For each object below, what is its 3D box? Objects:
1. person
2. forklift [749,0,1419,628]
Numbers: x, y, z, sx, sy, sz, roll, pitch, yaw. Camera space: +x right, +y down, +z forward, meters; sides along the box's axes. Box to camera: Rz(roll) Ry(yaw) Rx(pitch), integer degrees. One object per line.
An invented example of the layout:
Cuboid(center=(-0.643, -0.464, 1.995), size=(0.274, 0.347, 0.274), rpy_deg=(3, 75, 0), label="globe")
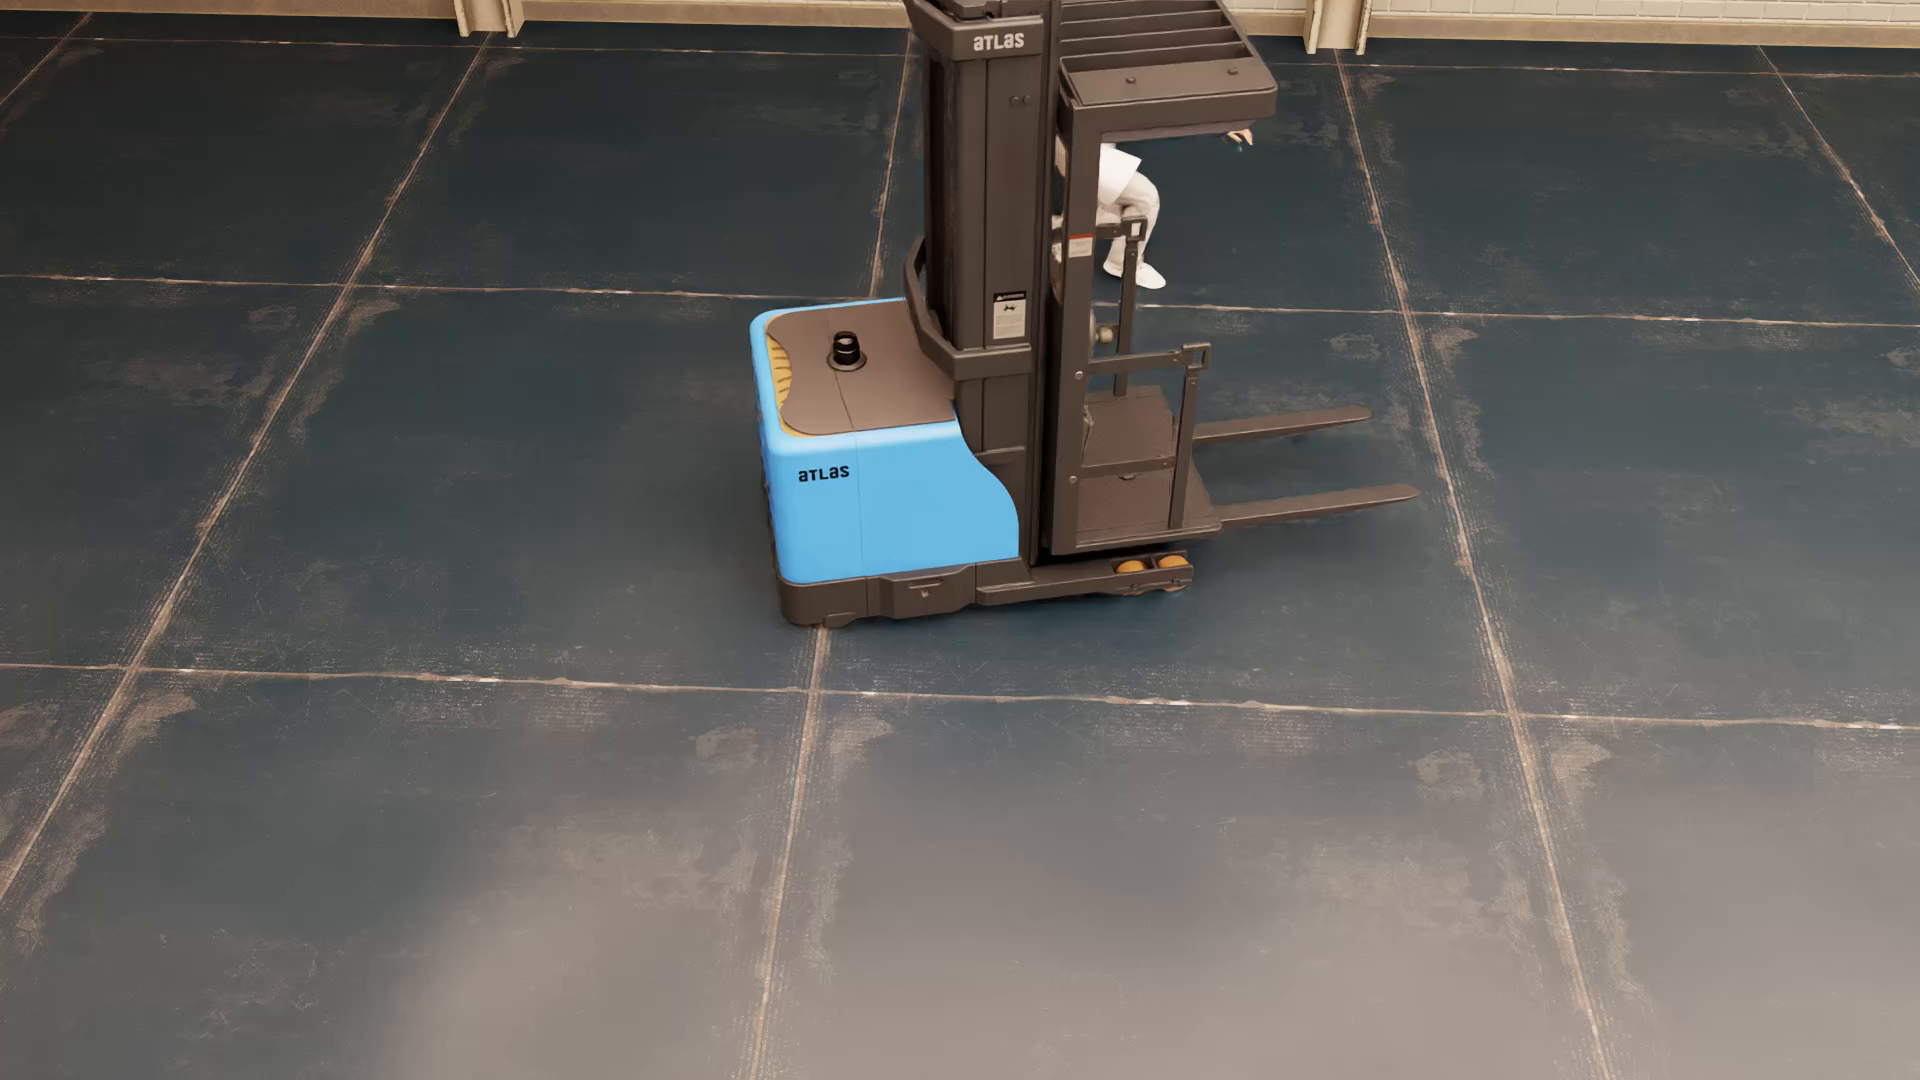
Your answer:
Cuboid(center=(0.944, -2.011, 8.999), size=(1.166, 1.513, 0.854), rpy_deg=(15, 44, 16), label="person")
Cuboid(center=(0.612, -1.171, 7.025), size=(3.031, 2.935, 1.130), rpy_deg=(-7, 43, -8), label="forklift")
